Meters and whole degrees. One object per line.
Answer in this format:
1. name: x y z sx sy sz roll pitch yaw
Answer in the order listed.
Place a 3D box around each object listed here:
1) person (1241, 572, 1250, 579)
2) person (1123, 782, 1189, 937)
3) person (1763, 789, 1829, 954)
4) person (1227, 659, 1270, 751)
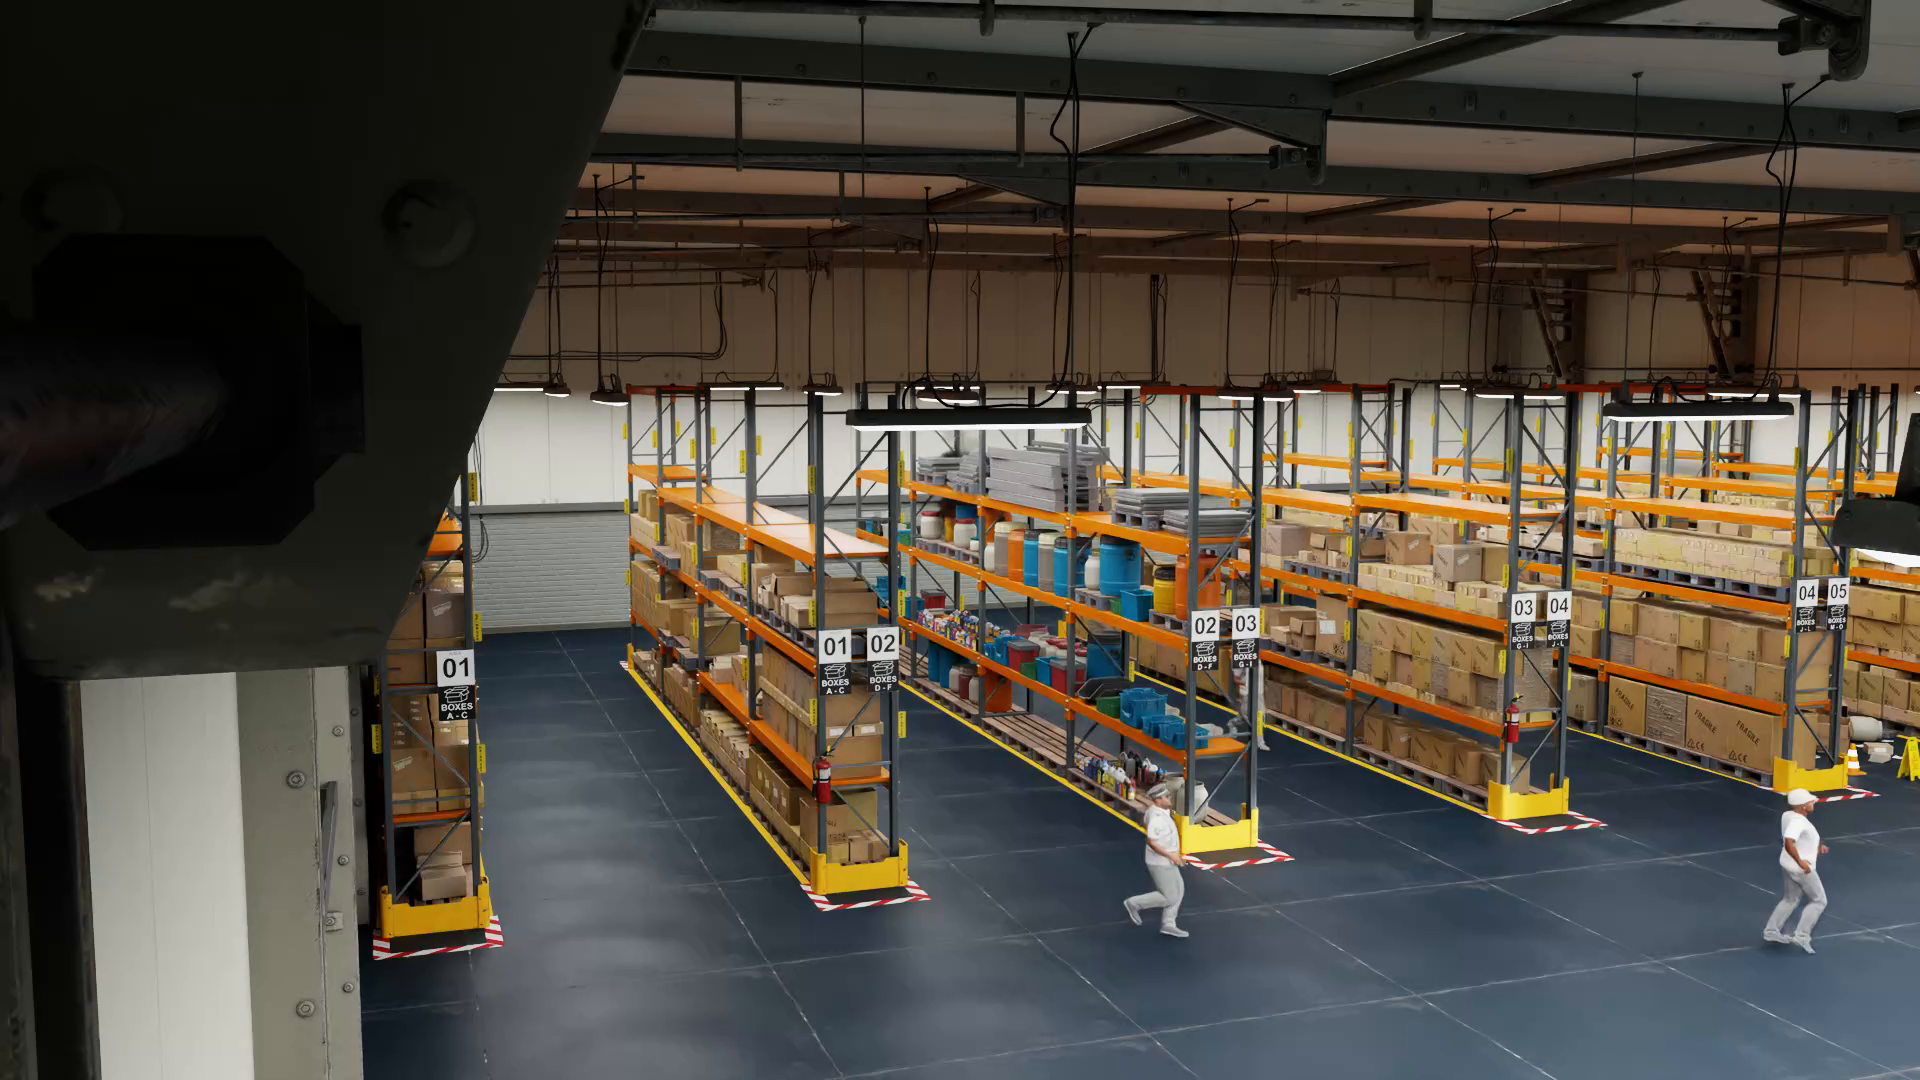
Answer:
1. person: 7.339 1.190 41.296 0.821 1.829 0.698 -2 6 -22
2. person: 2.200 3.564 18.566 0.732 1.760 0.670 1 6 7
3. person: 9.134 3.610 18.104 0.653 1.827 0.685 1 6 8
4. person: 4.851 2.578 27.740 0.682 1.768 0.940 -4 7 -32
